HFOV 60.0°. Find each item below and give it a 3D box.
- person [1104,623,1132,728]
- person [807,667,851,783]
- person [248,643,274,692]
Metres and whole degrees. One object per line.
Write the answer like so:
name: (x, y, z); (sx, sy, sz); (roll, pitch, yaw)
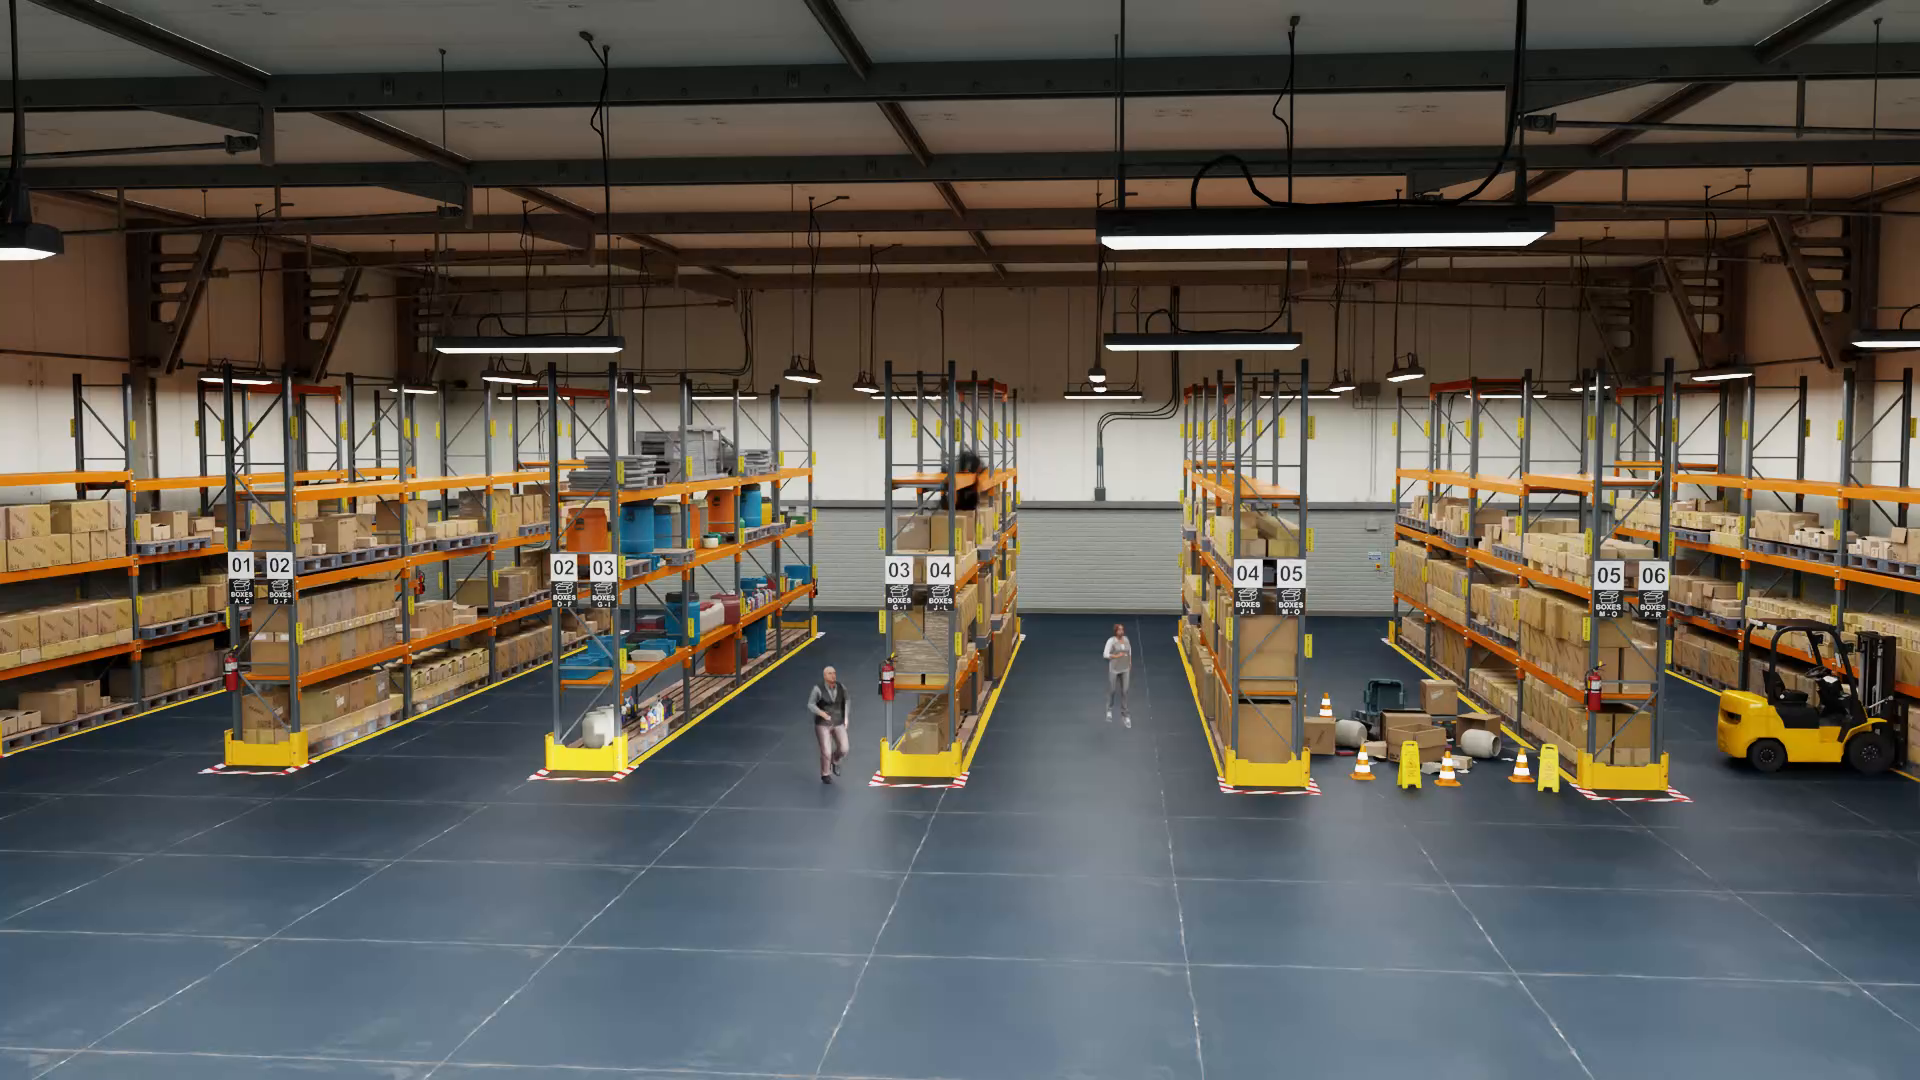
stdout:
person: (2.543, 2.146, 26.746); (0.565, 1.645, 0.729); (-1, 4, -18)
person: (-1.817, 2.622, 23.519); (0.677, 1.675, 0.628); (-1, 4, -22)
person: (-12.198, 2.261, 29.137); (0.599, 1.685, 0.915); (0, 4, 0)
